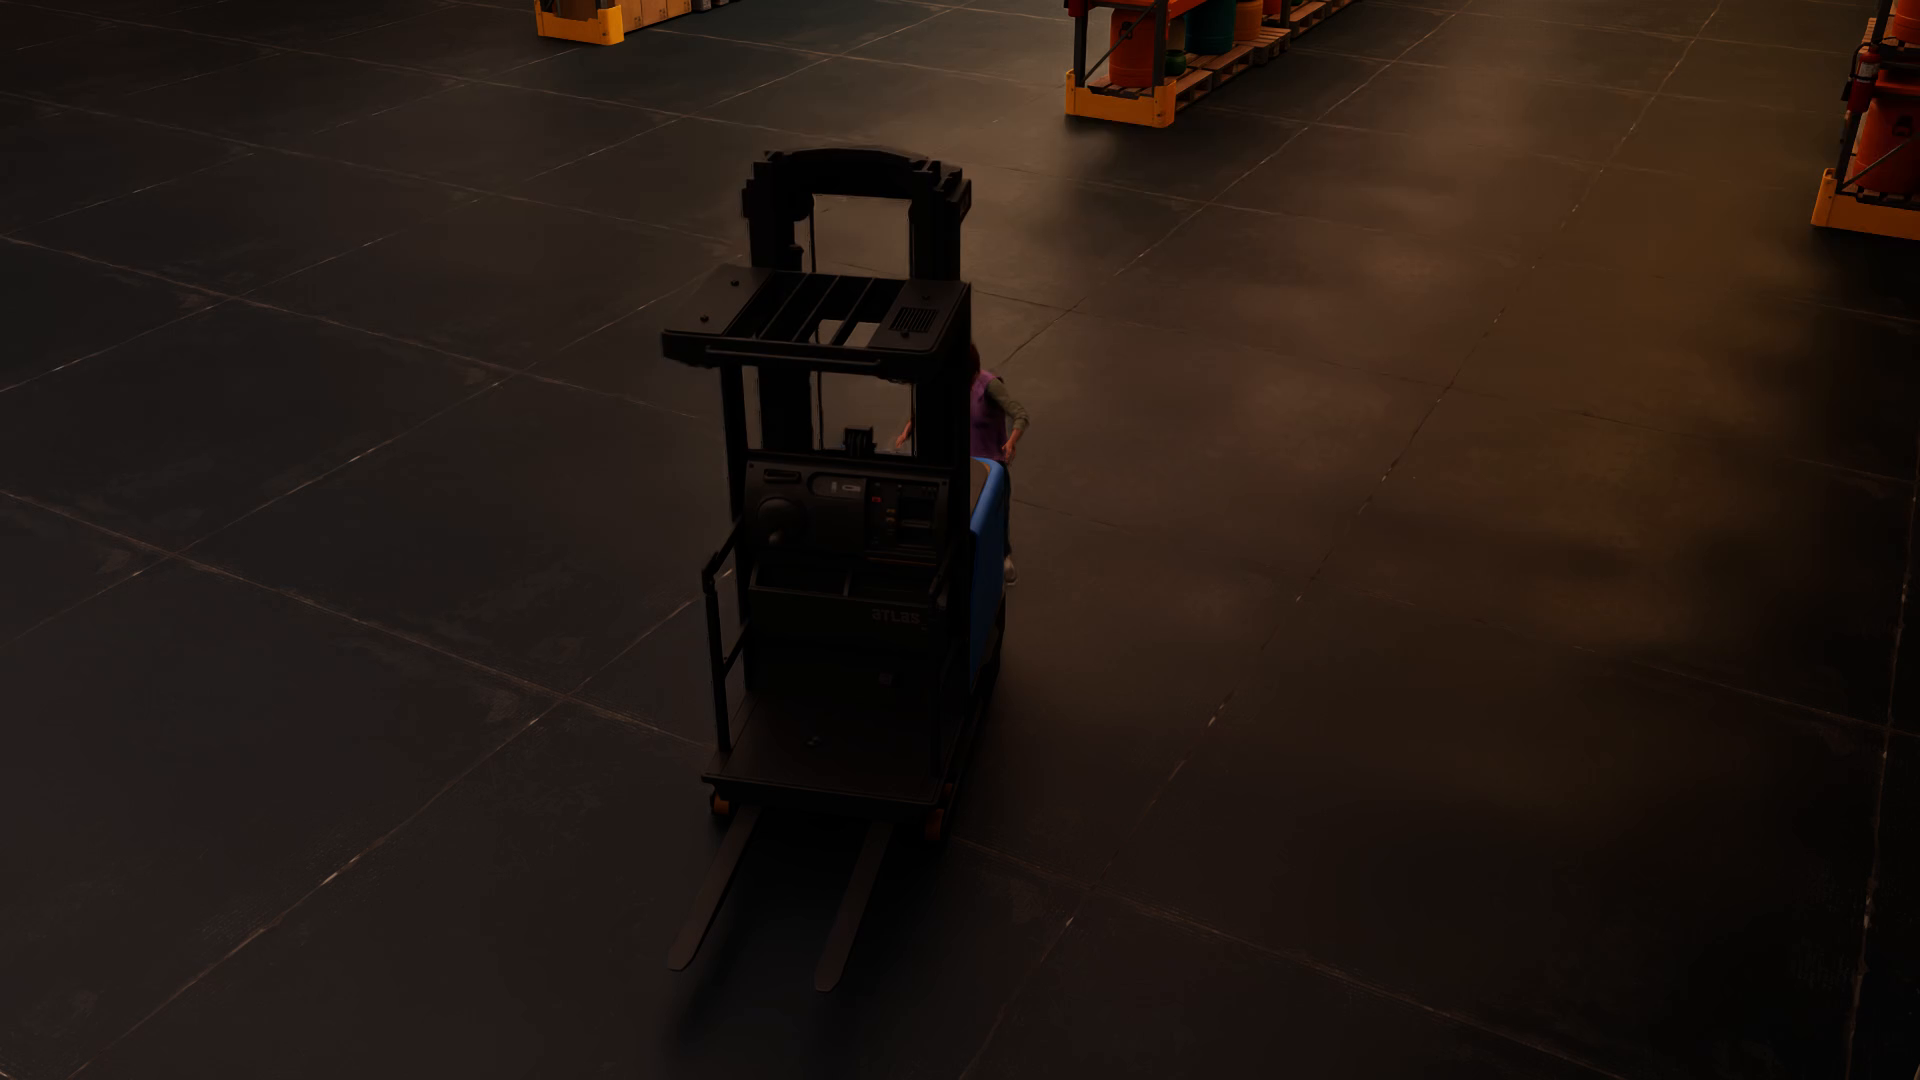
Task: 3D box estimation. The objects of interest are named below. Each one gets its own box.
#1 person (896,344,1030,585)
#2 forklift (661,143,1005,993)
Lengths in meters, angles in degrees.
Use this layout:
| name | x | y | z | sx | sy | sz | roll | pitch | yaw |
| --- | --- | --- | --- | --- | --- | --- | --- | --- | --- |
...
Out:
| name | x | y | z | sx | sy | sz | roll | pitch | yaw |
| --- | --- | --- | --- | --- | --- | --- | --- | --- | --- |
| person | 0.004 | -0.422 | 9.337 | 0.878 | 1.389 | 0.674 | 18 | 34 | 28 |
| forklift | -0.544 | -0.083 | 7.215 | 1.130 | 2.935 | 3.031 | 6 | 30 | 10 |
